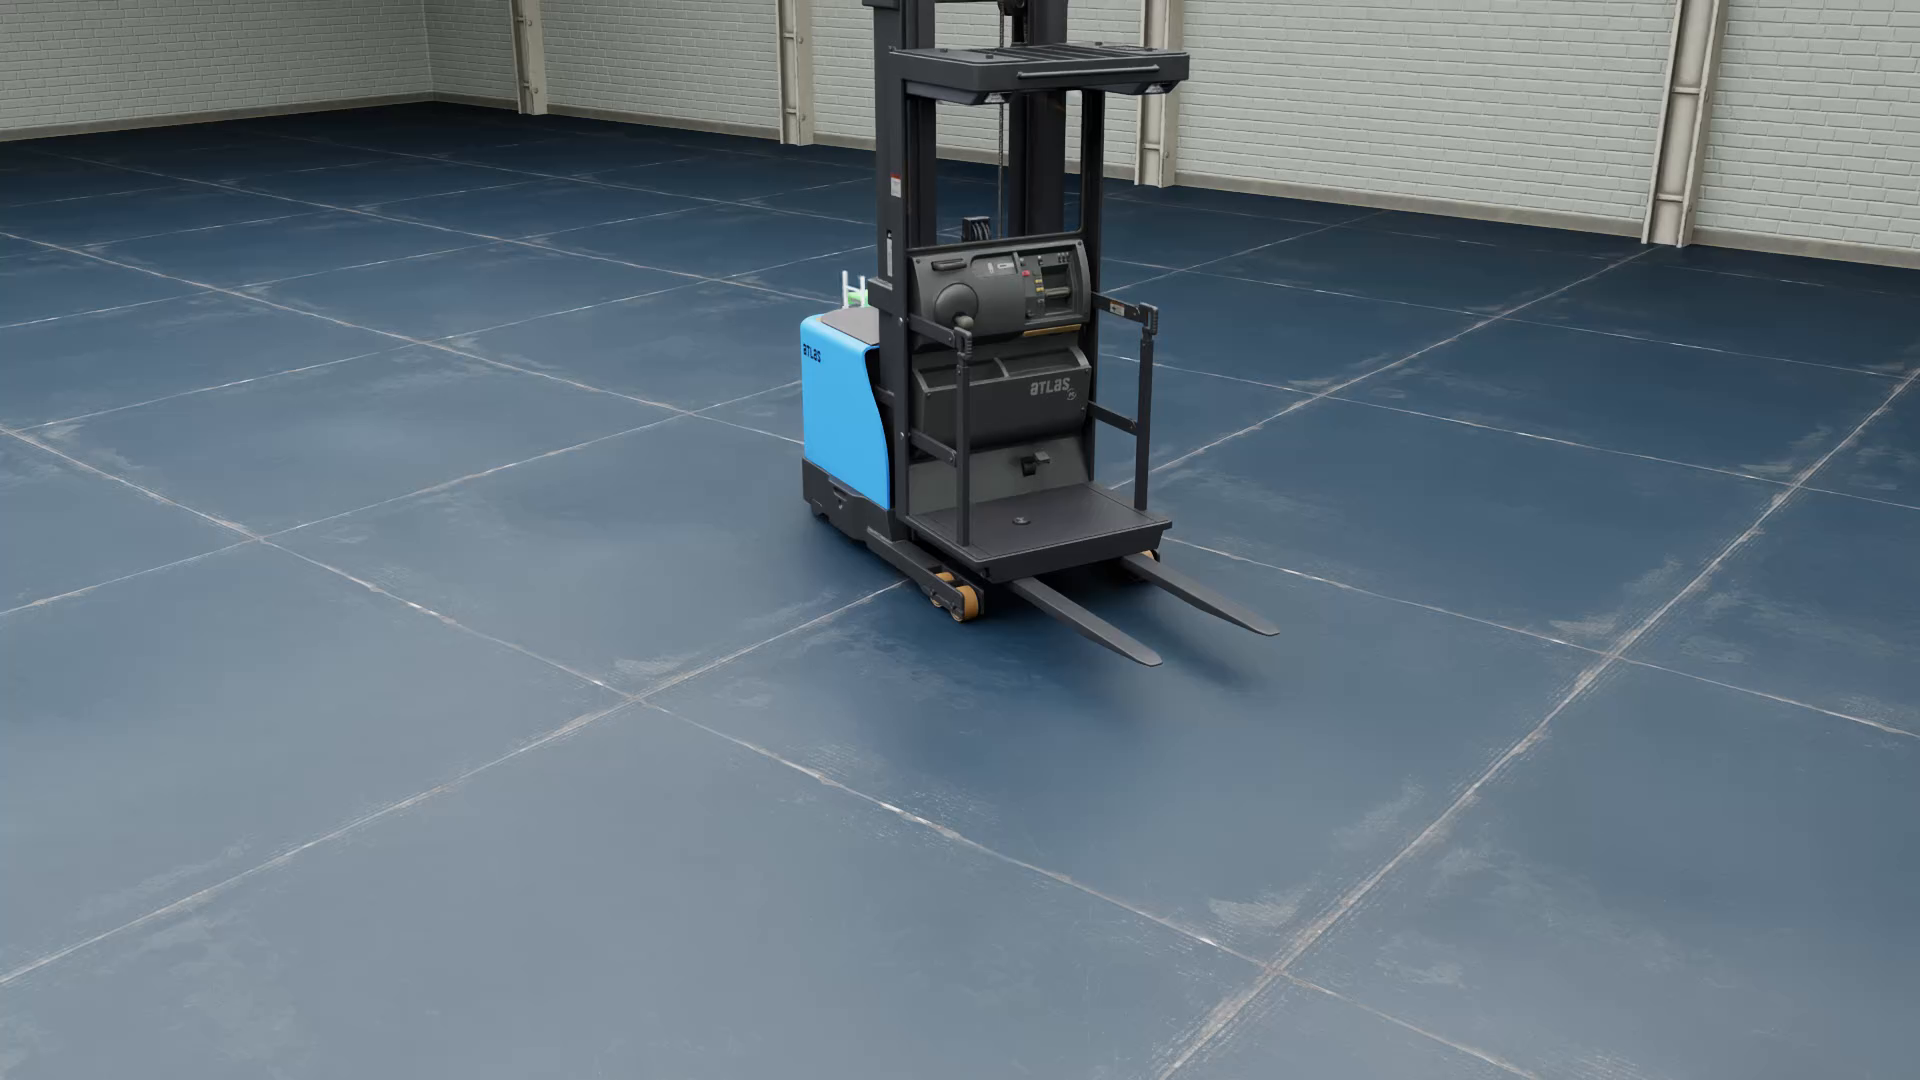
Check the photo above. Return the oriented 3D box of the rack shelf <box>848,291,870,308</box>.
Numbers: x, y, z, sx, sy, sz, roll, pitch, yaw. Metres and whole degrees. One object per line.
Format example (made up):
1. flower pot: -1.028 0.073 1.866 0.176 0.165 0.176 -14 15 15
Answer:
1. rack shelf: -0.366 -1.324 9.283 0.480 0.148 0.258 -11 21 -28

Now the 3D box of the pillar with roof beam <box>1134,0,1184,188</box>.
1. pillar with roof beam: -0.376 -7.314 15.311 0.400 9.000 9.100 16 26 36

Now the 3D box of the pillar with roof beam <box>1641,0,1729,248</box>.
1. pillar with roof beam: 4.273 -5.976 11.761 0.400 9.000 9.100 16 26 36

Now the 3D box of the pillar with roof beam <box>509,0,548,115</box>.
1. pillar with roof beam: -9.672 -9.992 22.410 0.400 9.000 9.100 16 26 36

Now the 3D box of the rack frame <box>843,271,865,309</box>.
1. rack frame: -0.568 -0.886 9.299 0.015 1.200 0.240 -11 21 -28

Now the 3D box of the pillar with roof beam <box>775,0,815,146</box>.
1. pillar with roof beam: -5.024 -8.653 18.861 0.400 9.000 9.100 16 26 36

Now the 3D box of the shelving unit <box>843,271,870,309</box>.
1. shelving unit: -0.356 -0.929 9.412 0.503 1.200 0.258 -11 21 -28

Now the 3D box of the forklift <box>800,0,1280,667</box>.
1. forklift: 0.311 -1.179 7.640 1.130 2.935 3.031 -11 23 -28
